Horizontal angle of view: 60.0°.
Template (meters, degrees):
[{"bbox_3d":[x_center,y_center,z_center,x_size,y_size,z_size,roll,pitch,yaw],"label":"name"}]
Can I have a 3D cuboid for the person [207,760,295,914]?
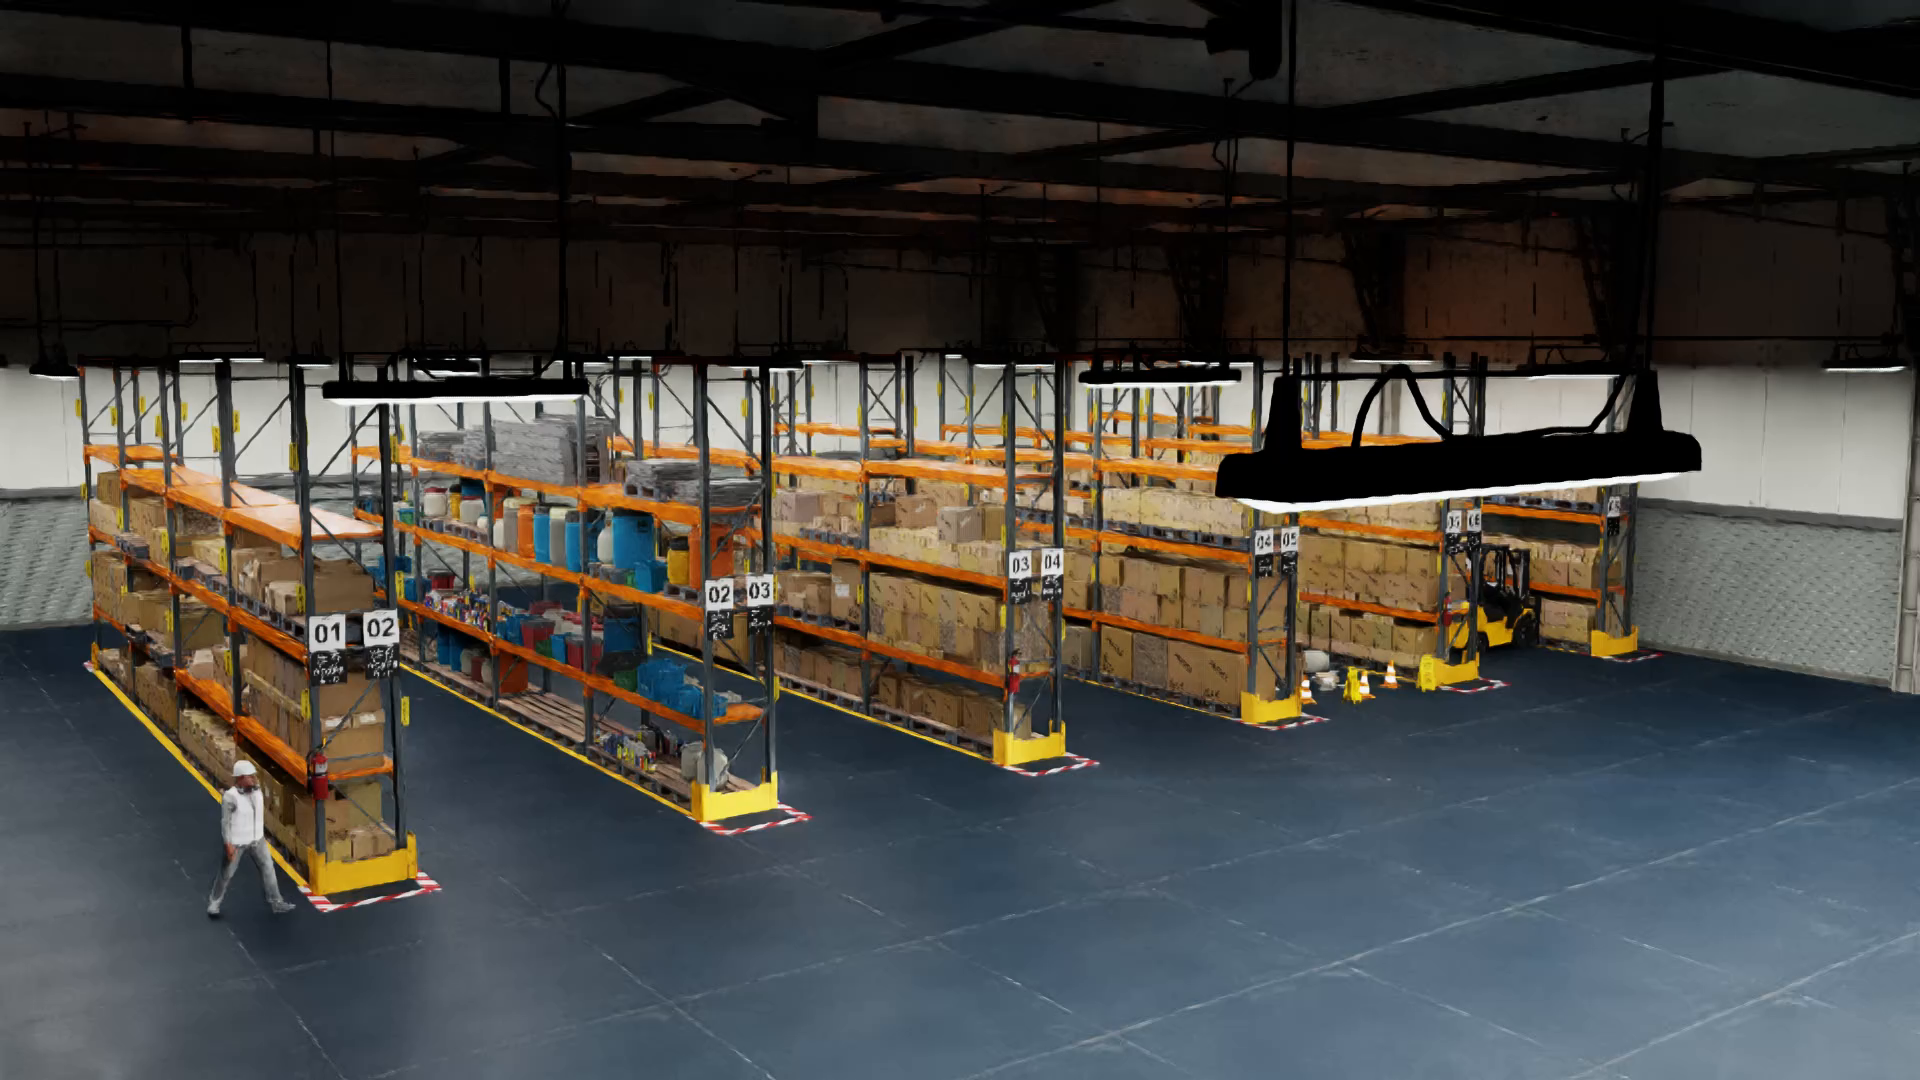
[{"bbox_3d":[-7.843,3.265,18.217,0.924,1.744,0.595,4,8,31],"label":"person"}]

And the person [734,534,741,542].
[{"bbox_3d":[-6.133,0.045,45.044,0.557,1.644,0.368,3,8,23],"label":"person"}]

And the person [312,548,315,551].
[{"bbox_3d":[-14.489,1.011,36.675,0.577,1.777,0.589,3,7,20],"label":"person"}]
